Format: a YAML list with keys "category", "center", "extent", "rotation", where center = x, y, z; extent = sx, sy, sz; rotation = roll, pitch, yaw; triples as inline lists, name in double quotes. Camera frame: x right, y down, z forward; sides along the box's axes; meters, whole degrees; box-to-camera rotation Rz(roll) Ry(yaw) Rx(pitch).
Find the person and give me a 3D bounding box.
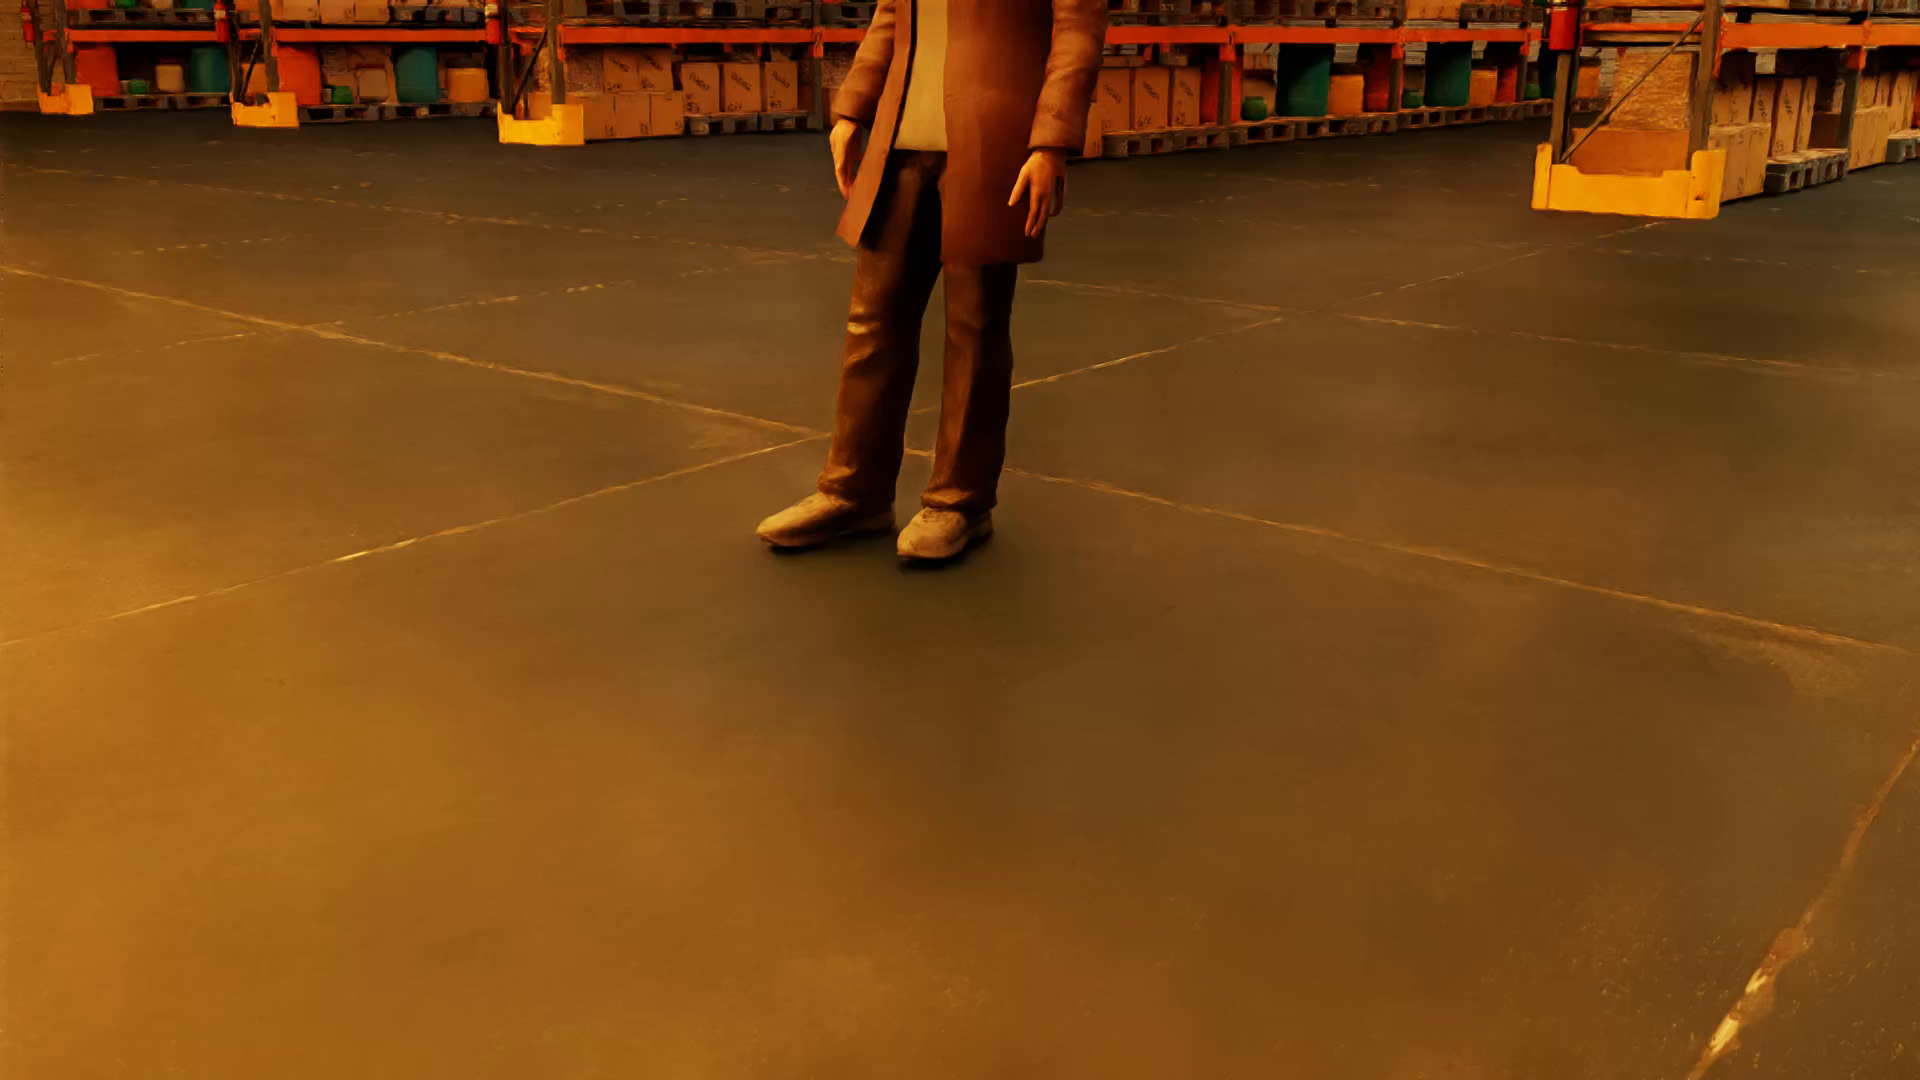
- category: "person"
  center: [-0.062, -0.838, 3.617]
  extent: [0.694, 1.776, 0.580]
  rotation: [13, 21, 37]
